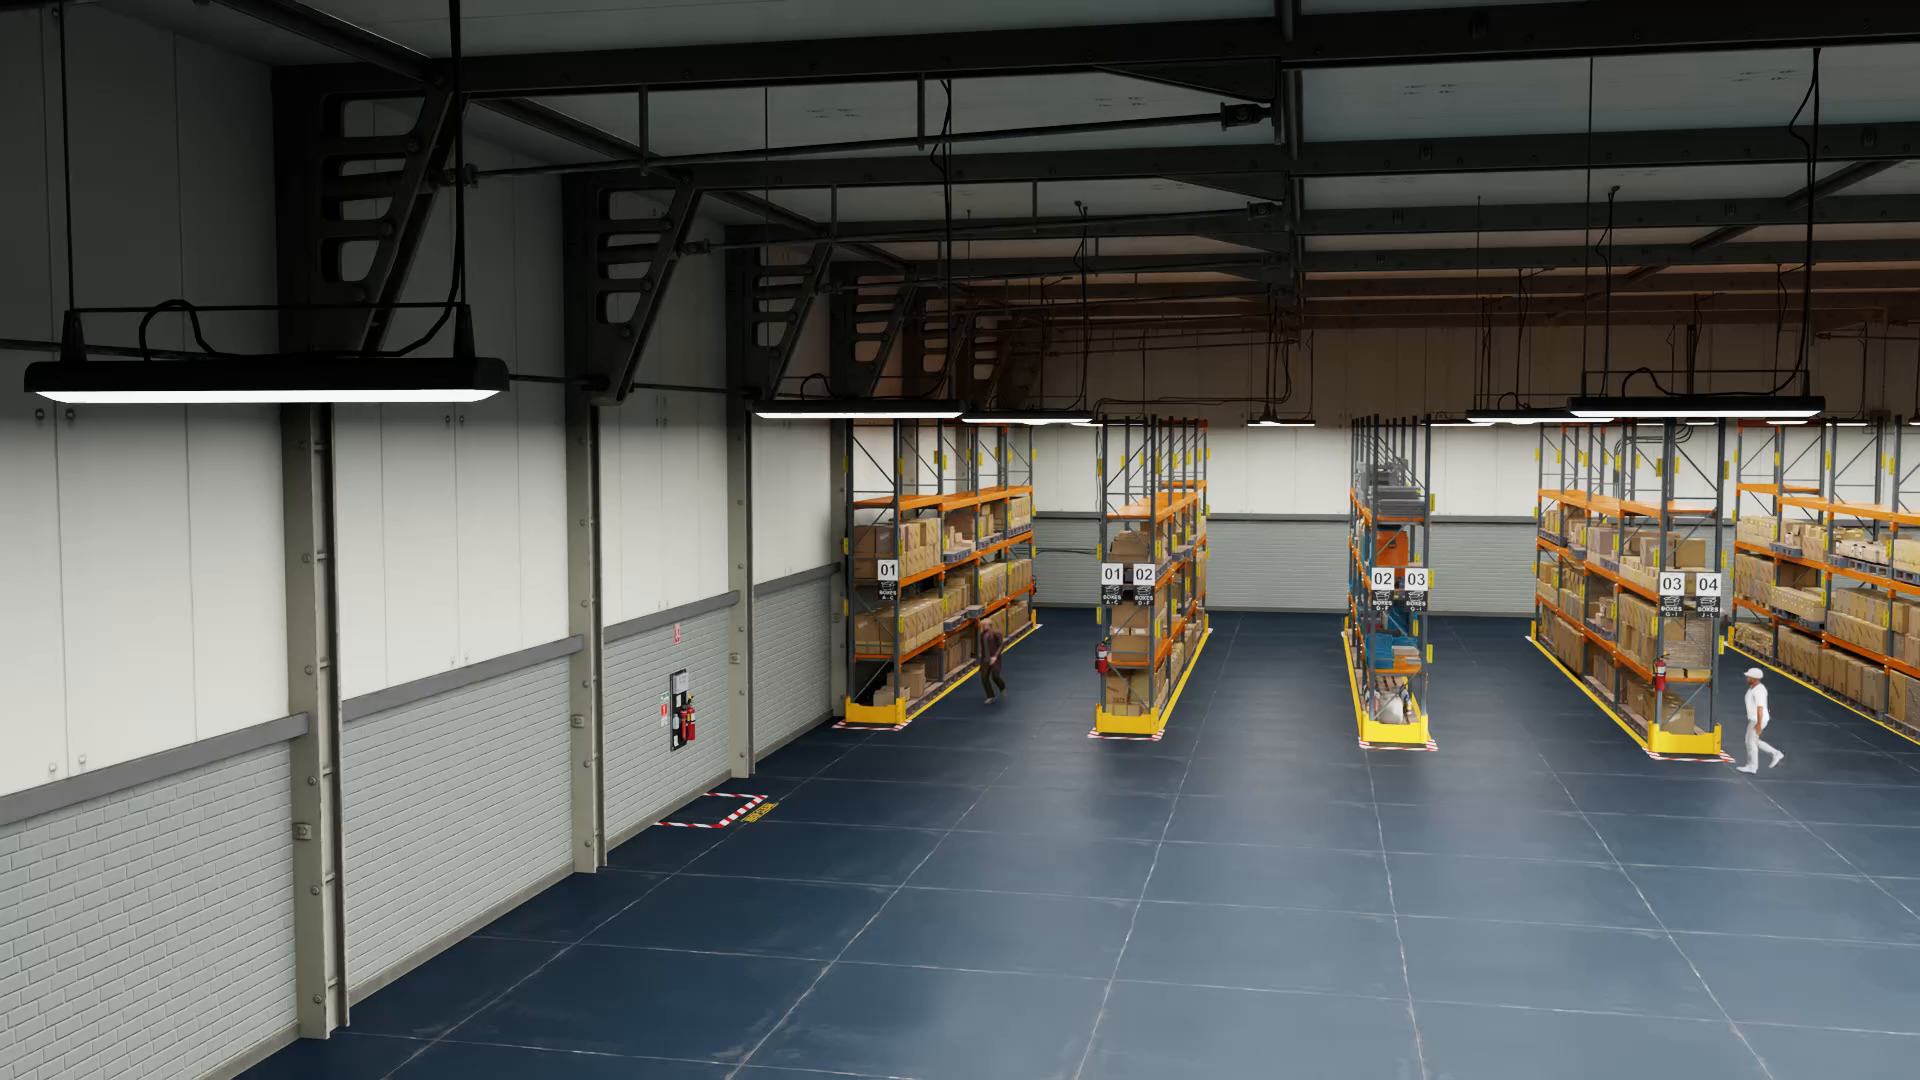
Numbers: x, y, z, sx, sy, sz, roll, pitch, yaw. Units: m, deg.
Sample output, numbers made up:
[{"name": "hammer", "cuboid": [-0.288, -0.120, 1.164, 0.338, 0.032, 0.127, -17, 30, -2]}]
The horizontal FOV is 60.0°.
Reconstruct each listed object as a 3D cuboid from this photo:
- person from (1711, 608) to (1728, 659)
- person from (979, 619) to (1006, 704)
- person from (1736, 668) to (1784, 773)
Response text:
[{"name": "person", "cuboid": [18.578, 2.199, 40.982, 0.632, 1.598, 0.718, 1, 4, 21]}, {"name": "person", "cuboid": [0.671, 2.533, 34.935, 0.634, 1.749, 0.739, 2, 4, 31]}, {"name": "person", "cuboid": [13.329, 2.998, 27.658, 0.722, 1.752, 0.581, 1, 4, 20]}]
